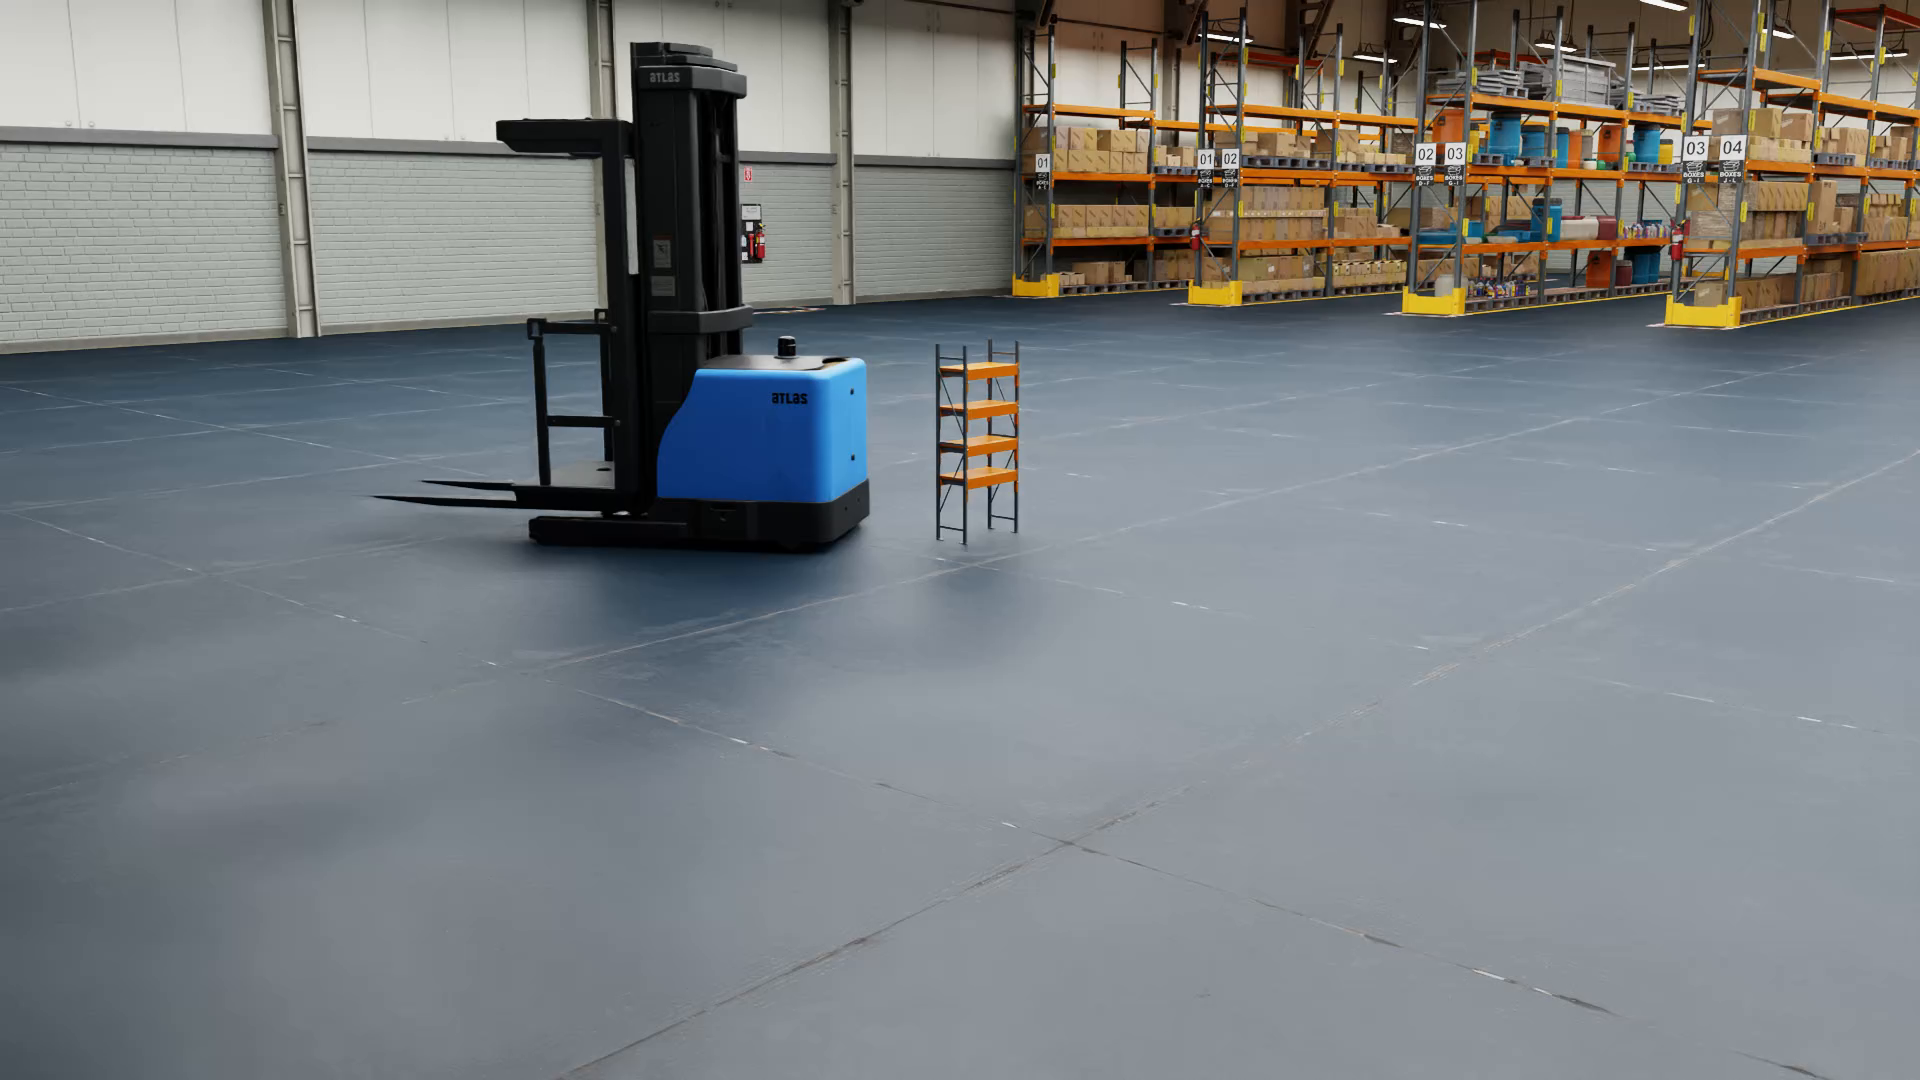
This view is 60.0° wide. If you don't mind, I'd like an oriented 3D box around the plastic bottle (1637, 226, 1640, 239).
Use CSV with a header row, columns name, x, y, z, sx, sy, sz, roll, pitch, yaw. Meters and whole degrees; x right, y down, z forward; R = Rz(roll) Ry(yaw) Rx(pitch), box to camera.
name,x,y,z,sx,sy,sz,roll,pitch,yaw
plastic bottle,15.745,-7.148,38.639,0.061,0.283,0.133,10,15,40

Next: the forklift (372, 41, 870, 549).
name,x,y,z,sx,sy,sz,roll,pitch,yaw
forklift,-2.147,-1.502,10.248,3.031,2.935,1.130,2,12,11

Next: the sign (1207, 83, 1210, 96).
name,x,y,z,sx,sy,sz,roll,pitch,yaw
sign,6.558,-11.849,43.771,0.100,0.325,0.005,10,15,40

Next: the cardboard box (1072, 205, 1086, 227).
name,x,y,z,sx,sy,sz,roll,pitch,yaw
cardboard box,2.571,-7.530,38.670,0.500,0.500,0.500,10,15,41

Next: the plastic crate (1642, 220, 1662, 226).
name,x,y,z,sx,sy,sz,roll,pitch,yaw
plastic crate,17.112,-7.742,41.203,0.392,0.384,0.575,10,15,40

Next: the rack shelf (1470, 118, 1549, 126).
name,x,y,z,sx,sy,sz,roll,pitch,yaw
rack shelf,14.662,-11.130,44.808,1.077,0.370,4.000,10,15,40

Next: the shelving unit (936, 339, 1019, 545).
name,x,y,z,sx,sy,sz,roll,pitch,yaw
shelving unit,0.109,-0.613,10.216,0.258,1.200,0.503,10,15,40

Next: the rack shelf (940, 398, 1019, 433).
name,x,y,z,sx,sy,sz,roll,pitch,yaw
rack shelf,0.109,-0.766,10.185,0.258,0.148,0.480,10,15,40

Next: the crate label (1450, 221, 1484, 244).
name,x,y,z,sx,sy,sz,roll,pitch,yaw
crate label,10.150,-6.165,33.331,0.502,0.435,0.616,10,15,40

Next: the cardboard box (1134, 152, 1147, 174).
name,x,y,z,sx,sy,sz,roll,pitch,yaw
cardboard box,4.188,-9.135,40.323,0.500,0.500,0.500,10,15,42

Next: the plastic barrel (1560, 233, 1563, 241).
name,x,y,z,sx,sy,sz,roll,pitch,yaw
plastic barrel,12.768,-6.538,35.639,0.301,0.262,0.301,0,11,0

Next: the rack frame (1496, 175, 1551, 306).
name,x,y,z,sx,sy,sz,roll,pitch,yaw
rack frame,11.779,-6.431,34.750,1.000,3.000,0.127,10,15,40

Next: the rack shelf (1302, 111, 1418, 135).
name,x,y,z,sx,sy,sz,roll,pitch,yaw
rack shelf,9.381,-9.759,38.954,1.077,0.370,4.000,10,15,40

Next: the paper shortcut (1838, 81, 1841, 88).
name,x,y,z,sx,sy,sz,roll,pitch,yaw
paper shortcut,18.617,-9.651,35.201,0.009,0.170,0.078,23,-8,37

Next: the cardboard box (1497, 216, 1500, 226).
name,x,y,z,sx,sy,sz,roll,pitch,yaw
cardboard box,14.218,-8.413,44.420,0.500,0.500,0.500,10,15,41

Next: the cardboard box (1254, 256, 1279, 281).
name,x,y,z,sx,sy,sz,roll,pitch,yaw
cardboard box,6.590,-5.908,36.164,0.500,0.500,0.500,10,15,40

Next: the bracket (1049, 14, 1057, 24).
name,x,y,z,sx,sy,sz,roll,pitch,yaw
bracket,2.050,-12.060,38.428,0.235,0.232,0.430,10,15,40

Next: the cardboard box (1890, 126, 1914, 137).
name,x,y,z,sx,sy,sz,roll,pitch,yaw
cardboard box,21.406,-9.248,37.697,0.500,0.250,0.500,9,14,37

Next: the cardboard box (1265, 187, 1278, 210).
name,x,y,z,sx,sy,sz,roll,pitch,yaw
cardboard box,6.448,-7.396,36.013,0.700,0.500,0.500,10,15,41

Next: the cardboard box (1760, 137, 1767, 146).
name,x,y,z,sx,sy,sz,roll,pitch,yaw
cardboard box,13.766,-6.915,28.881,0.380,0.149,0.250,11,15,43

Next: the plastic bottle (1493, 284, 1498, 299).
name,x,y,z,sx,sy,sz,roll,pitch,yaw
plastic bottle,10.732,-4.983,33.315,0.061,0.283,0.133,10,15,41

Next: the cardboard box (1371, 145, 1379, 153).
name,x,y,z,sx,sy,sz,roll,pitch,yaw
cardboard box,11.980,-11.354,48.883,0.500,0.500,0.500,10,15,40

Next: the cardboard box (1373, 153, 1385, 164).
name,x,y,z,sx,sy,sz,roll,pitch,yaw
cardboard box,9.725,-9.027,39.403,0.500,0.250,0.500,9,15,39

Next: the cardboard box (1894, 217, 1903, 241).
name,x,y,z,sx,sy,sz,roll,pitch,yaw
cardboard box,20.345,-6.840,36.545,0.500,0.500,0.500,10,15,42

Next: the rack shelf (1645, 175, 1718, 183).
name,x,y,z,sx,sy,sz,roll,pitch,yaw
rack shelf,18.380,-9.020,41.893,1.077,0.370,4.000,10,15,40

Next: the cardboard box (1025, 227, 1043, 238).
name,x,y,z,sx,sy,sz,roll,pitch,yaw
cardboard box,1.860,-7.153,38.699,0.500,0.250,0.500,10,15,41

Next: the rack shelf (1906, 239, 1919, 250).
name,x,y,z,sx,sy,sz,roll,pitch,yaw
rack shelf,22.100,-6.909,38.980,1.077,0.370,4.000,10,15,40

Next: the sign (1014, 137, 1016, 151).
name,x,y,z,sx,sy,sz,roll,pitch,yaw
sign,1.293,-9.103,38.210,0.100,0.325,0.005,10,15,40

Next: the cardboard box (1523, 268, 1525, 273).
name,x,y,z,sx,sy,sz,roll,pitch,yaw
cardboard box,15.473,-7.504,46.233,0.380,0.166,0.250,10,15,40

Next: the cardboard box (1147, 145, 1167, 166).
name,x,y,z,sx,sy,sz,roll,pitch,yaw
cardboard box,4.758,-9.508,41.169,0.500,0.500,0.500,-9,15,-39

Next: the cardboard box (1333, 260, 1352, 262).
name,x,y,z,sx,sy,sz,roll,pitch,yaw
cardboard box,9.117,-6.525,39.737,0.500,0.311,0.500,10,15,40

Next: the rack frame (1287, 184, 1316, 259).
name,x,y,z,sx,sy,sz,roll,pitch,yaw
rack frame,9.618,-8.889,47.056,1.000,3.000,0.127,10,15,40

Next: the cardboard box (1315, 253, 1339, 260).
name,x,y,z,sx,sy,sz,roll,pitch,yaw
cardboard box,10.523,-8.039,48.112,0.700,0.500,0.500,10,15,40

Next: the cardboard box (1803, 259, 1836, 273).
name,x,y,z,sx,sy,sz,roll,pitch,yaw
cardboard box,17.378,-5.555,33.708,0.500,0.250,0.500,-10,15,-41

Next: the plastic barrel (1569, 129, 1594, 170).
name,x,y,z,sx,sy,sz,roll,pitch,yaw
plastic barrel,13.714,-8.643,36.889,0.600,0.901,0.600,0,11,0

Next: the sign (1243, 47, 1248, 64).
name,x,y,z,sx,sy,sz,roll,pitch,yaw
sign,5.833,-9.888,33.954,0.100,0.325,0.005,10,15,40

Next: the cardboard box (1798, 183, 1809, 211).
name,x,y,z,sx,sy,sz,roll,pitch,yaw
cardboard box,15.409,-6.374,30.897,0.500,0.500,0.500,10,15,40

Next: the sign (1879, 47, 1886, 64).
name,x,y,z,sx,sy,sz,roll,pitch,yaw
sign,18.554,-9.749,33.459,0.100,0.325,0.005,10,15,40

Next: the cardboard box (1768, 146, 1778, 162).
name,x,y,z,sx,sy,sz,roll,pitch,yaw
cardboard box,14.037,-6.786,29.252,0.500,0.250,0.500,10,15,40

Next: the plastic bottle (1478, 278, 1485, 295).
name,x,y,z,sx,sy,sz,roll,pitch,yaw
plastic bottle,10.810,-5.255,34.501,0.144,0.351,0.185,9,14,38

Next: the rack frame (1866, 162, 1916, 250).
name,x,y,z,sx,sy,sz,roll,pitch,yaw
rack frame,20.780,-6.967,37.437,1.000,3.000,0.127,10,15,40

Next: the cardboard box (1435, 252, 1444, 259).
name,x,y,z,sx,sy,sz,roll,pitch,yaw
cardboard box,12.179,-7.420,43.045,0.500,0.250,0.500,10,15,40

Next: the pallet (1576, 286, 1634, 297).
name,x,y,z,sx,sy,sz,roll,pitch,yaw
pallet,14.908,-5.773,38.577,1.003,0.211,1.213,10,15,40

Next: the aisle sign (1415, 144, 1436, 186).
name,x,y,z,sx,sy,sz,roll,pitch,yaw
aisle sign,8.868,-7.145,31.688,0.394,0.787,0.004,10,15,40

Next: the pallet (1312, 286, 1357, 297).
name,x,y,z,sx,sy,sz,roll,pitch,yaw
pallet,8.518,-5.818,38.800,1.003,0.211,1.213,10,15,40

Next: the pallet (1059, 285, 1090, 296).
name,x,y,z,sx,sy,sz,roll,pitch,yaw
pallet,2.310,-5.882,39.121,1.003,0.211,1.213,10,15,40

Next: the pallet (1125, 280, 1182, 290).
name,x,y,z,sx,sy,sz,roll,pitch,yaw
pallet,4.850,-6.459,42.010,1.003,0.211,1.213,10,15,40

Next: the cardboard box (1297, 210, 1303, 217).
name,x,y,z,sx,sy,sz,roll,pitch,yaw
cardboard box,7.369,-7.222,36.798,0.380,0.149,0.250,10,15,40

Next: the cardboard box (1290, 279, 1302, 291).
name,x,y,z,sx,sy,sz,roll,pitch,yaw
cardboard box,7.262,-5.685,36.964,0.500,0.250,0.500,10,15,40

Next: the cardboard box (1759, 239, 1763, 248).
name,x,y,z,sx,sy,sz,roll,pitch,yaw
cardboard box,14.046,-5.275,29.602,0.380,0.149,0.250,10,15,40

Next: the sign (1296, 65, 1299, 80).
name,x,y,z,sx,sy,sz,roll,pitch,yaw
sign,7.645,-10.579,37.614,0.100,0.325,0.005,10,15,40

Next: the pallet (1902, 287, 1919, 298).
name,x,y,z,sx,sy,sz,roll,pitch,yaw
pallet,21.341,-5.702,38.219,1.003,0.211,1.213,10,15,40

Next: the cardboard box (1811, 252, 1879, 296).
name,x,y,z,sx,sy,sz,roll,pitch,yaw
cardboard box,18.611,-5.642,35.152,1.225,0.875,0.875,9,14,38
